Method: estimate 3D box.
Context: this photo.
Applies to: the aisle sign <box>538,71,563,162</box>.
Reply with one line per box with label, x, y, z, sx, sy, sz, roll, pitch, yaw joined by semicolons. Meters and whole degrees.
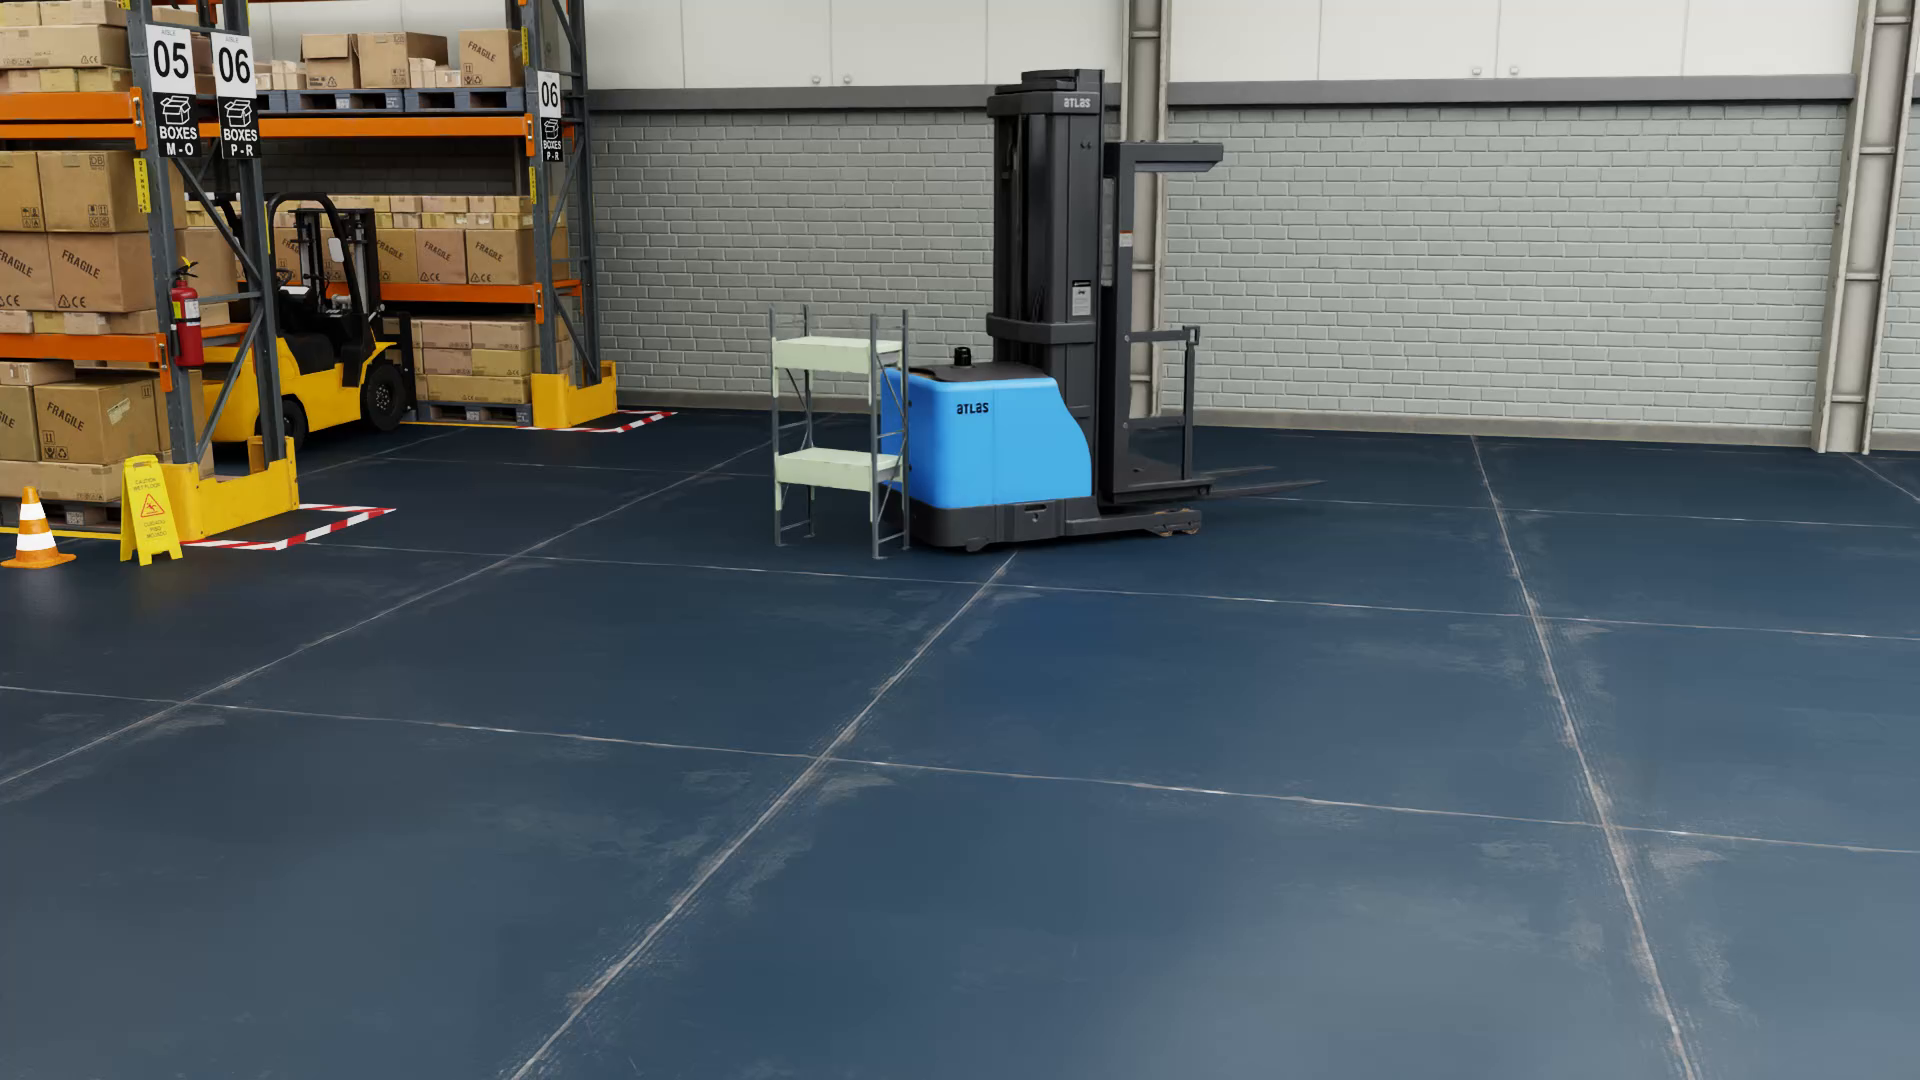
aisle sign;-3.707;-3.828;15.061;0.004;0.787;0.394;3;13;14

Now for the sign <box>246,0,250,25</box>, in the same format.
sign;-4.757;-3.585;11.026;0.005;0.325;0.100;3;13;14

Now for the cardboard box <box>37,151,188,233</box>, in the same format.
cardboard box;-5.435;-2.243;10.692;0.500;0.500;0.700;3;13;12

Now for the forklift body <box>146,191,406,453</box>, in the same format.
forklift body;-5.979;-1.925;14.443;1.214;2.155;2.313;3;13;14

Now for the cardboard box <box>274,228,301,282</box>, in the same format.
cardboard box;-6.215;-2.753;15.986;0.500;0.500;0.500;3;13;13

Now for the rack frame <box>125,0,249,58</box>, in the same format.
rack frame;-4.886;-4.509;10.281;0.127;3.000;1.000;3;13;14

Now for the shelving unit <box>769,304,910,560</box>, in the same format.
shelving unit;-0.745;-0.685;10.360;0.755;1.500;0.431;7;14;29

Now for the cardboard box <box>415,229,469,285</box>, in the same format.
cardboard box;-4.743;-2.672;15.622;0.500;0.500;0.500;3;13;15

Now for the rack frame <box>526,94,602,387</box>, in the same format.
rack frame;-3.701;-2.624;15.636;0.127;3.000;1.000;3;13;14

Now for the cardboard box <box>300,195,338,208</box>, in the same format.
cardboard box;-6.076;-3.213;15.877;0.250;0.149;0.380;3;13;13

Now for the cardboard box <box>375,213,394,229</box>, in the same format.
cardboard box;-5.356;-3.010;15.648;0.250;0.149;0.380;3;13;14

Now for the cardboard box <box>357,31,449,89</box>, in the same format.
cardboard box;-5.159;-4.437;15.451;0.500;0.500;0.700;3;13;14

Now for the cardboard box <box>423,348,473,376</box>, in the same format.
cardboard box;-4.733;-1.719;15.780;0.500;0.250;0.500;3;13;13

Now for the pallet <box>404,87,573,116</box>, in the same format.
pallet;-4.381;-4.088;15.511;1.213;0.211;1.003;3;13;14

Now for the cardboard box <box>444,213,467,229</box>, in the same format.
cardboard box;-4.597;-2.982;15.521;0.250;0.149;0.380;3;13;15

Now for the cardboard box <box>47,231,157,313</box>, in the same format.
cardboard box;-5.479;-1.744;10.754;0.500;0.500;0.500;3;13;13

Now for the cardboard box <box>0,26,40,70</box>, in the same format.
cardboard box;-5.933;-3.116;10.586;0.500;0.250;0.500;3;13;13

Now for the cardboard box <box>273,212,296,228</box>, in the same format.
cardboard box;-6.350;-3.062;15.883;0.250;0.149;0.380;3;13;13

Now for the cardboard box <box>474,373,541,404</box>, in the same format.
cardboard box;-4.233;-1.445;15.699;0.500;0.250;0.500;3;13;14

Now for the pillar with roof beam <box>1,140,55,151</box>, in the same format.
pillar with roof beam;-11.018;-5.185;13.327;0.400;9.000;9.100;3;13;14

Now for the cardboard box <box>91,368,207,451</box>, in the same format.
cardboard box;-5.627;-0.910;11.558;0.500;0.500;0.500;3;13;12

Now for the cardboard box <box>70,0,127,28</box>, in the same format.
cardboard box;-5.286;-3.267;10.346;0.250;0.149;0.380;3;13;14

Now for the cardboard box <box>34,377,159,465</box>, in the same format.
cardboard box;-5.727;-0.796;11.042;0.500;0.500;0.500;3;13;14

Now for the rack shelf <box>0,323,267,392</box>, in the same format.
rack shelf;-6.828;-1.333;11.477;4.000;0.370;1.077;3;13;14

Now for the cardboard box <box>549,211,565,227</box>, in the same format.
cardboard box;-3.968;-3.062;15.881;0.250;0.149;0.380;3;13;12

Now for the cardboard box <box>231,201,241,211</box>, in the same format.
cardboard box;-6.821;-3.258;16.076;0.250;0.149;0.380;3;13;12

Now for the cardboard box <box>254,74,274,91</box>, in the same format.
cardboard box;-6.475;-4.300;15.645;0.250;0.149;0.380;3;13;15

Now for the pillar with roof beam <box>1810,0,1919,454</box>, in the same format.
pillar with roof beam;6.458;-4.251;9.117;0.400;9.000;9.100;3;13;14

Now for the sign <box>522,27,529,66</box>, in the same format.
sign;-3.844;-4.369;14.713;0.005;0.325;0.100;3;13;14

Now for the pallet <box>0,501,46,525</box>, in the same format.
pallet;-6.921;-0.336;11.762;1.213;0.211;1.003;3;13;14

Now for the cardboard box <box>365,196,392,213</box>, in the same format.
cardboard box;-5.362;-3.154;15.611;0.250;0.149;0.380;3;13;15

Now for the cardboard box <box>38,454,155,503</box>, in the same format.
cardboard box;-5.759;-0.429;11.123;0.500;0.250;0.500;3;13;13

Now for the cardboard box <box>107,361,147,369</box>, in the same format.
cardboard box;-8.094;-1.902;16.895;0.625;0.625;0.875;4;13;16

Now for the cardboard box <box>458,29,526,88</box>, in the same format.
cardboard box;-4.189;-4.363;15.117;0.500;0.500;0.500;3;13;15

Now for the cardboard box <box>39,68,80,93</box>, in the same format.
cardboard box;-5.549;-2.888;10.479;0.250;0.149;0.380;3;13;14

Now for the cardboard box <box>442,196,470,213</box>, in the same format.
cardboard box;-4.607;-3.123;15.471;0.250;0.149;0.380;3;13;15

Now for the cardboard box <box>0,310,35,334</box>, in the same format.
cardboard box;-6.074;-1.447;10.909;0.250;0.149;0.380;3;13;15

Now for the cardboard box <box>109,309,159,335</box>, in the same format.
cardboard box;-5.301;-1.432;10.843;0.250;0.149;0.380;4;13;15

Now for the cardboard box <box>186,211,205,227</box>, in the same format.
cardboard box;-7.338;-3.125;16.167;0.250;0.149;0.380;3;13;13

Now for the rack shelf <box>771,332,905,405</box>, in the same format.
rack shelf;-0.745;-1.066;10.276;0.720;0.370;0.431;7;14;29

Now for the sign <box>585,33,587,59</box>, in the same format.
sign;-3.562;-4.670;15.733;0.005;0.325;0.100;3;13;14

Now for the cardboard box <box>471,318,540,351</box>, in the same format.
cardboard box;-4.223;-1.933;15.593;0.500;0.250;0.500;4;13;15

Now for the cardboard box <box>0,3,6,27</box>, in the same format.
cardboard box;-6.013;-3.322;10.593;0.250;0.149;0.380;3;13;14

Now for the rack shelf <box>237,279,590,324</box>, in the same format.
rack shelf;-5.643;-2.377;16.182;4.000;0.370;1.077;3;13;14

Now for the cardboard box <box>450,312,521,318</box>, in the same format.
cardboard box;-4.608;-2.065;16.186;0.500;0.250;0.500;3;13;14

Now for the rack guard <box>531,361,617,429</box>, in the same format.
rack guard;-3.677;-1.403;15.902;0.348;0.500;1.175;3;13;14

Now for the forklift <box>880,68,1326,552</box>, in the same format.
forklift;1.030;-1.549;10.947;3.031;2.935;1.130;-6;14;-24
